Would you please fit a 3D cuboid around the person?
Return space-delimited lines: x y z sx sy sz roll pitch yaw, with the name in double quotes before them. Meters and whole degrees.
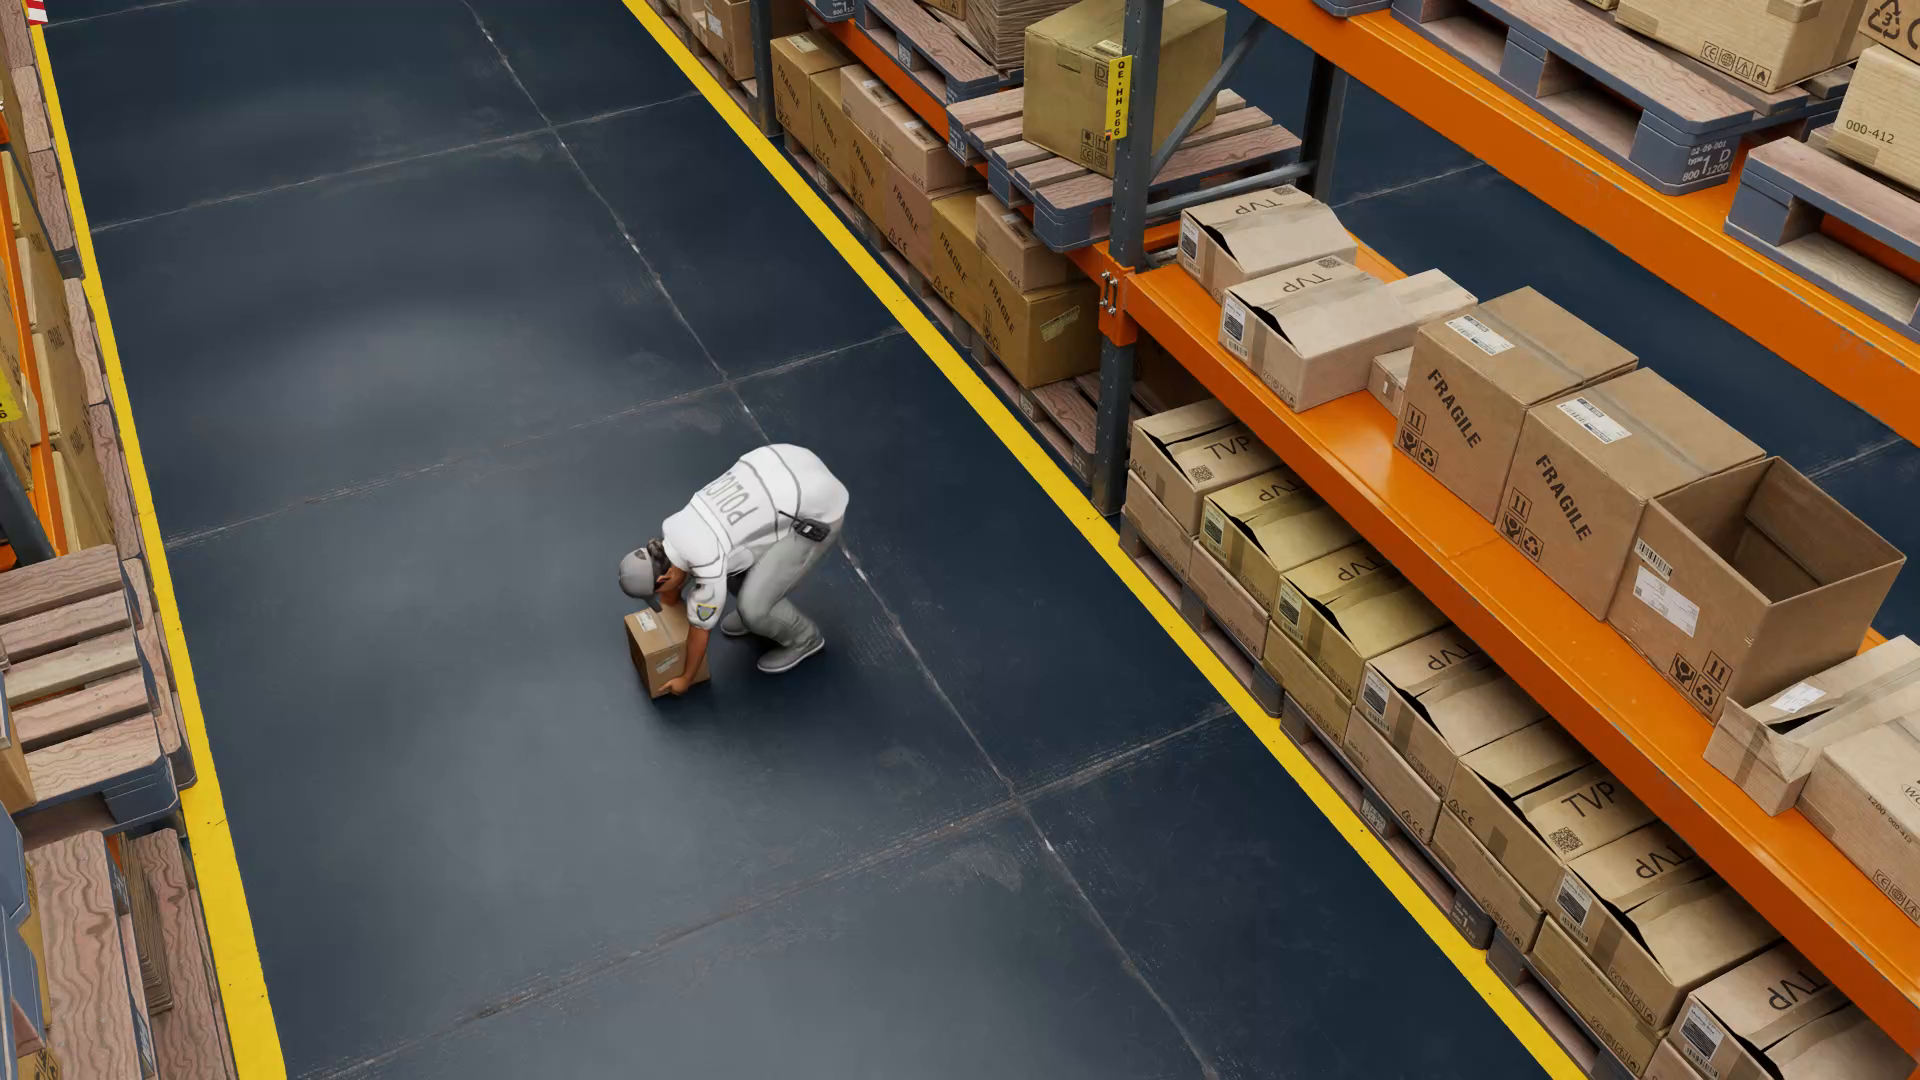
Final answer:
"person" -0.888 0.124 6.606 0.936 0.885 0.513 -21 46 -22
